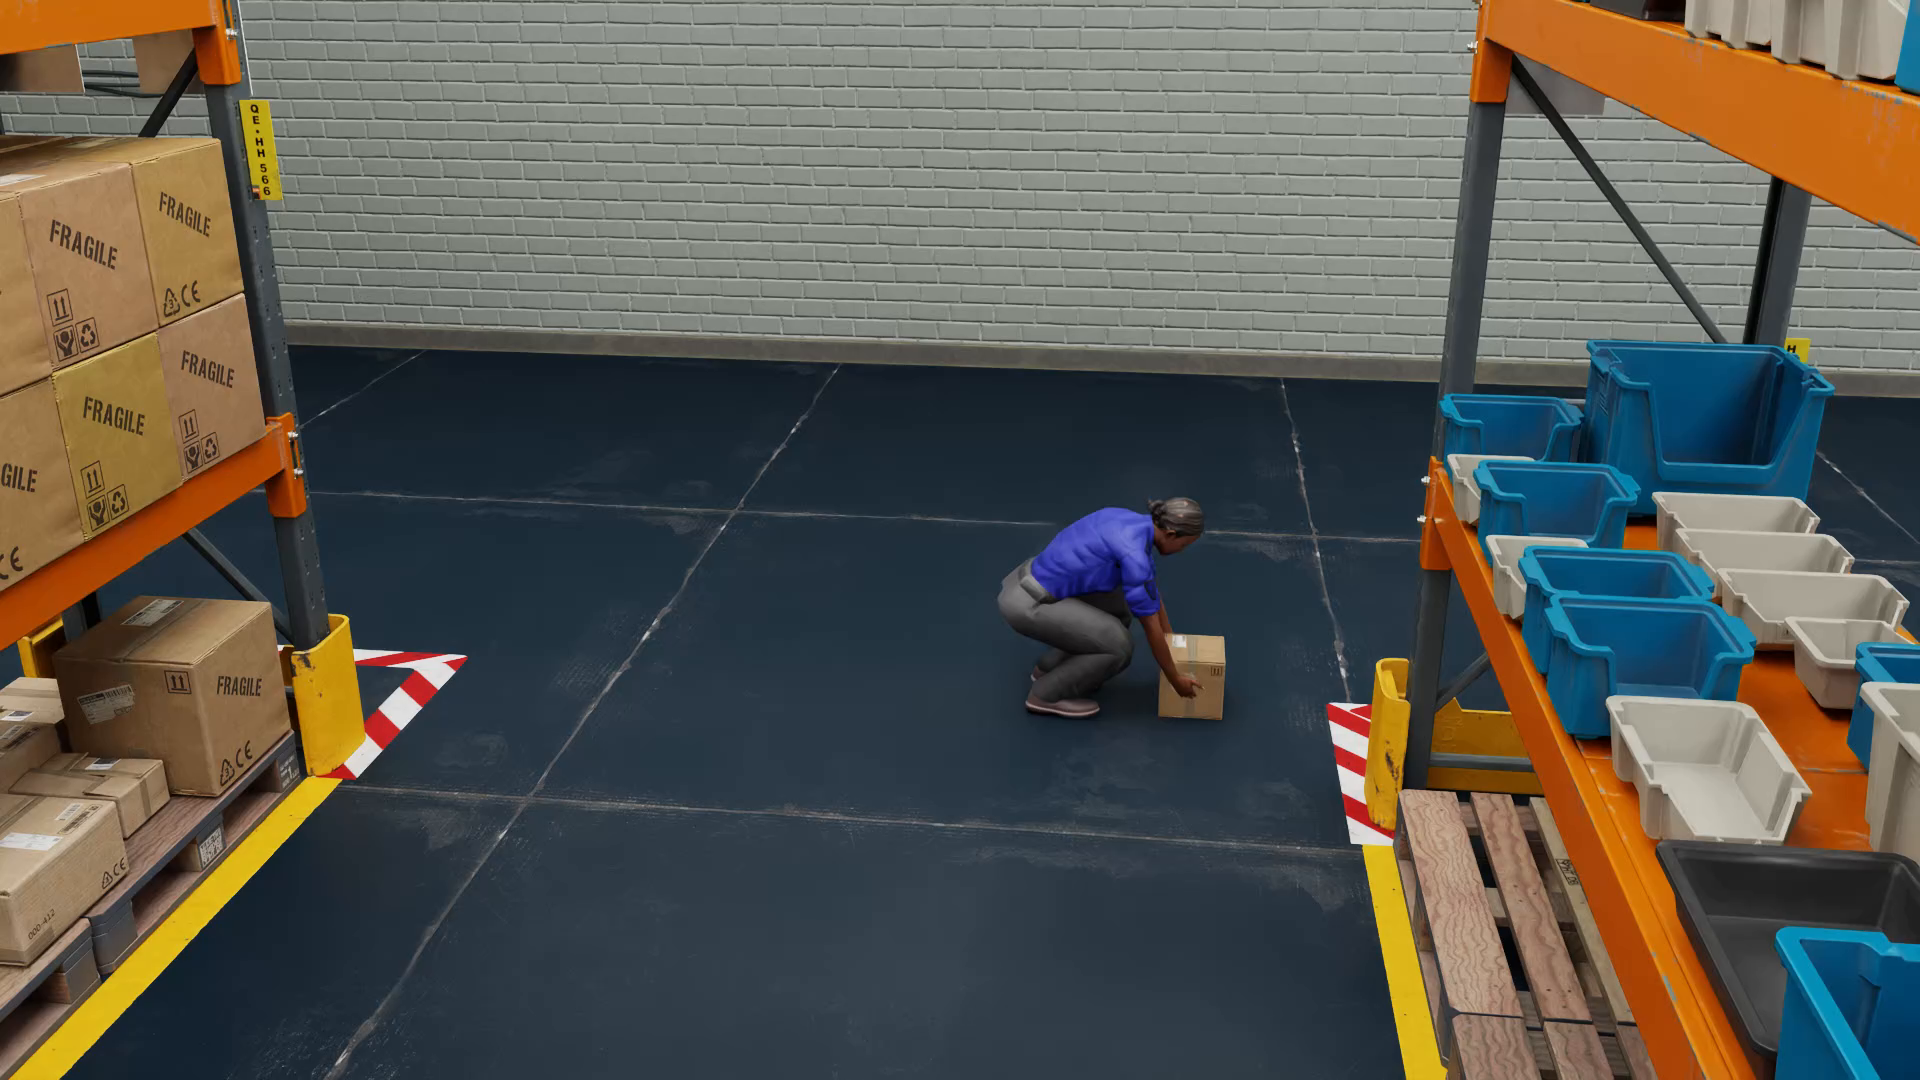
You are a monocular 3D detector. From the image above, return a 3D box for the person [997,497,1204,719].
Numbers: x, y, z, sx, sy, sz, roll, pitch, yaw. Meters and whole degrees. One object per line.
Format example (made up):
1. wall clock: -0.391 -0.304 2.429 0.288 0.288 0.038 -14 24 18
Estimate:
1. person: 0.565 0.247 6.573 0.821 0.856 0.480 2 21 6
